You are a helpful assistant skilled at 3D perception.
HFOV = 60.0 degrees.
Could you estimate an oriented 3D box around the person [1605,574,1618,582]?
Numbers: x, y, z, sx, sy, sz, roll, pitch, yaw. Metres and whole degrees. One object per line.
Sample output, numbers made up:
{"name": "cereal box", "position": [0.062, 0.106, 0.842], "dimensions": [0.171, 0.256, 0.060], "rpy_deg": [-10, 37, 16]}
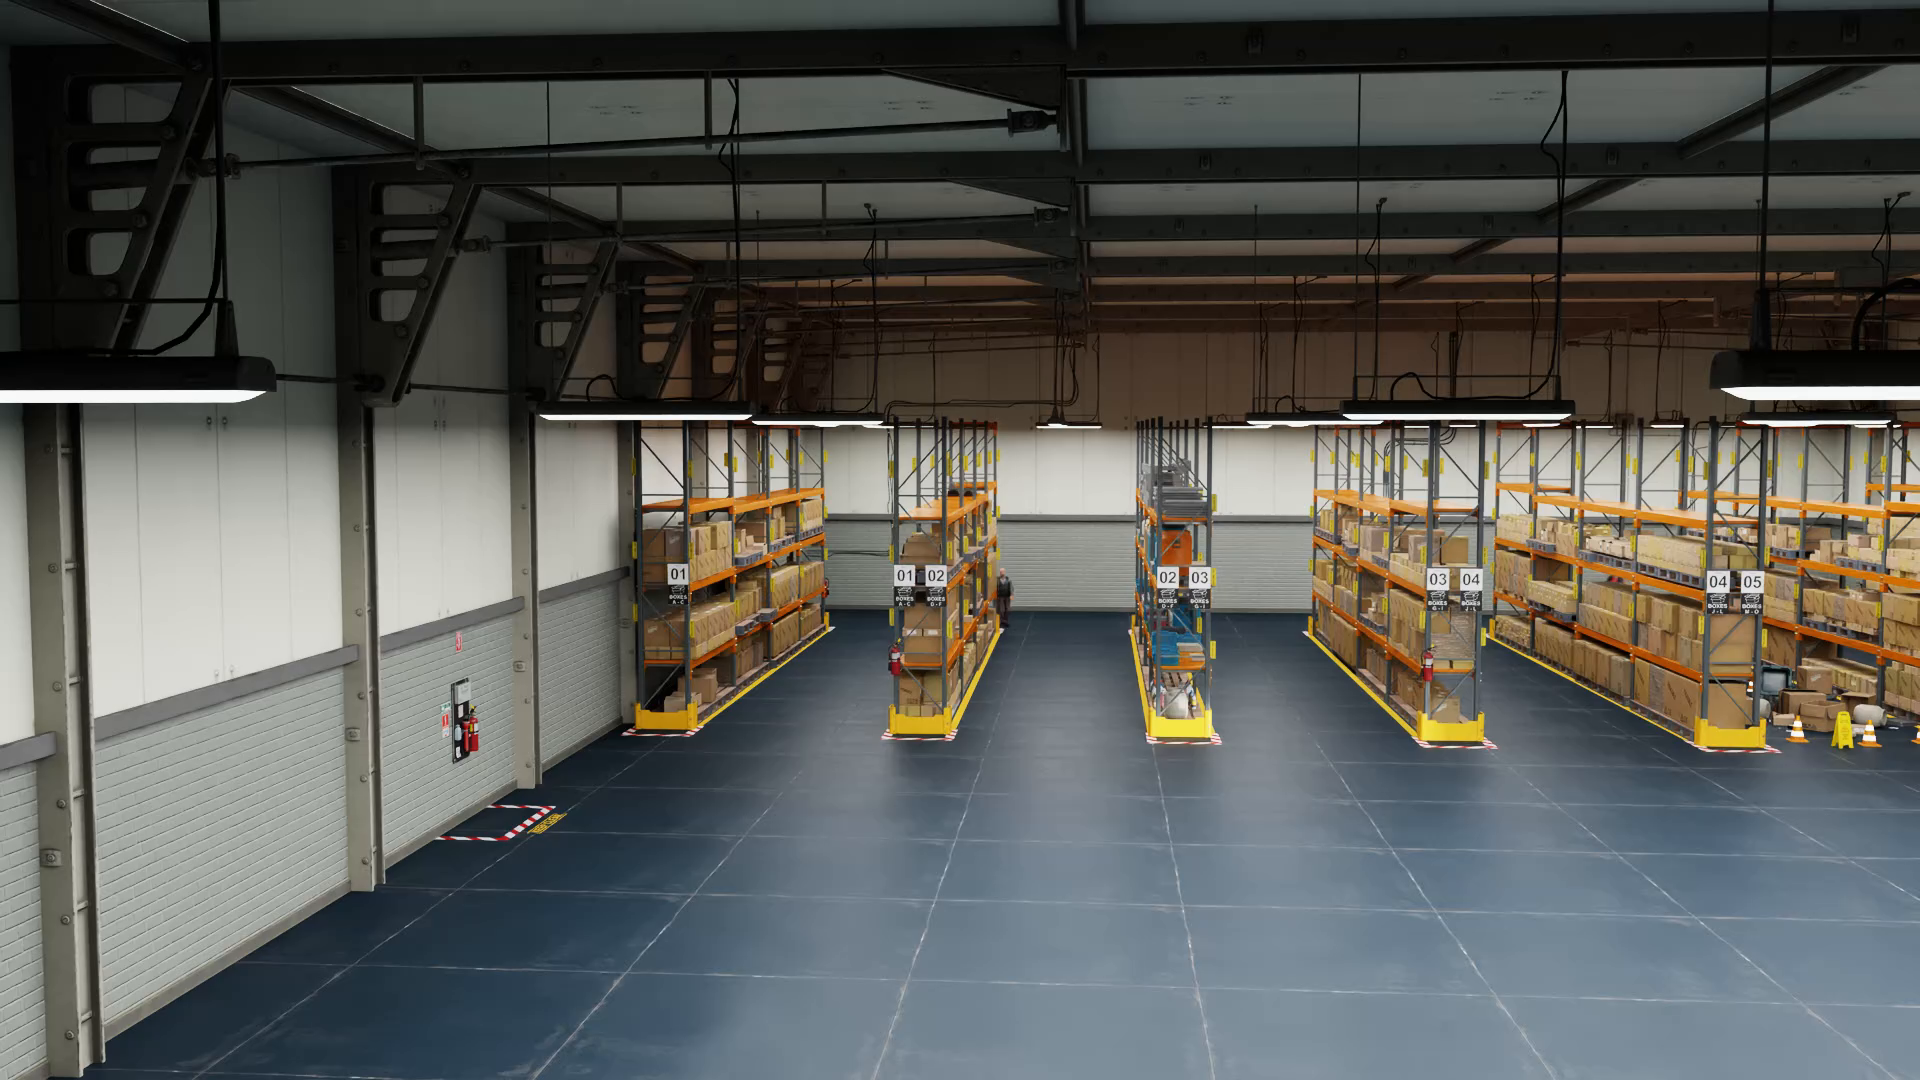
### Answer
{"name": "person", "position": [18.911, 1.708, 48.187], "dimensions": [0.561, 1.710, 0.534], "rpy_deg": [-1, 4, -11]}

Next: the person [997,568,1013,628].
{"name": "person", "position": [1.268, 1.701, 48.573], "dimensions": [0.565, 1.747, 0.417], "rpy_deg": [-2, 4, -26]}
